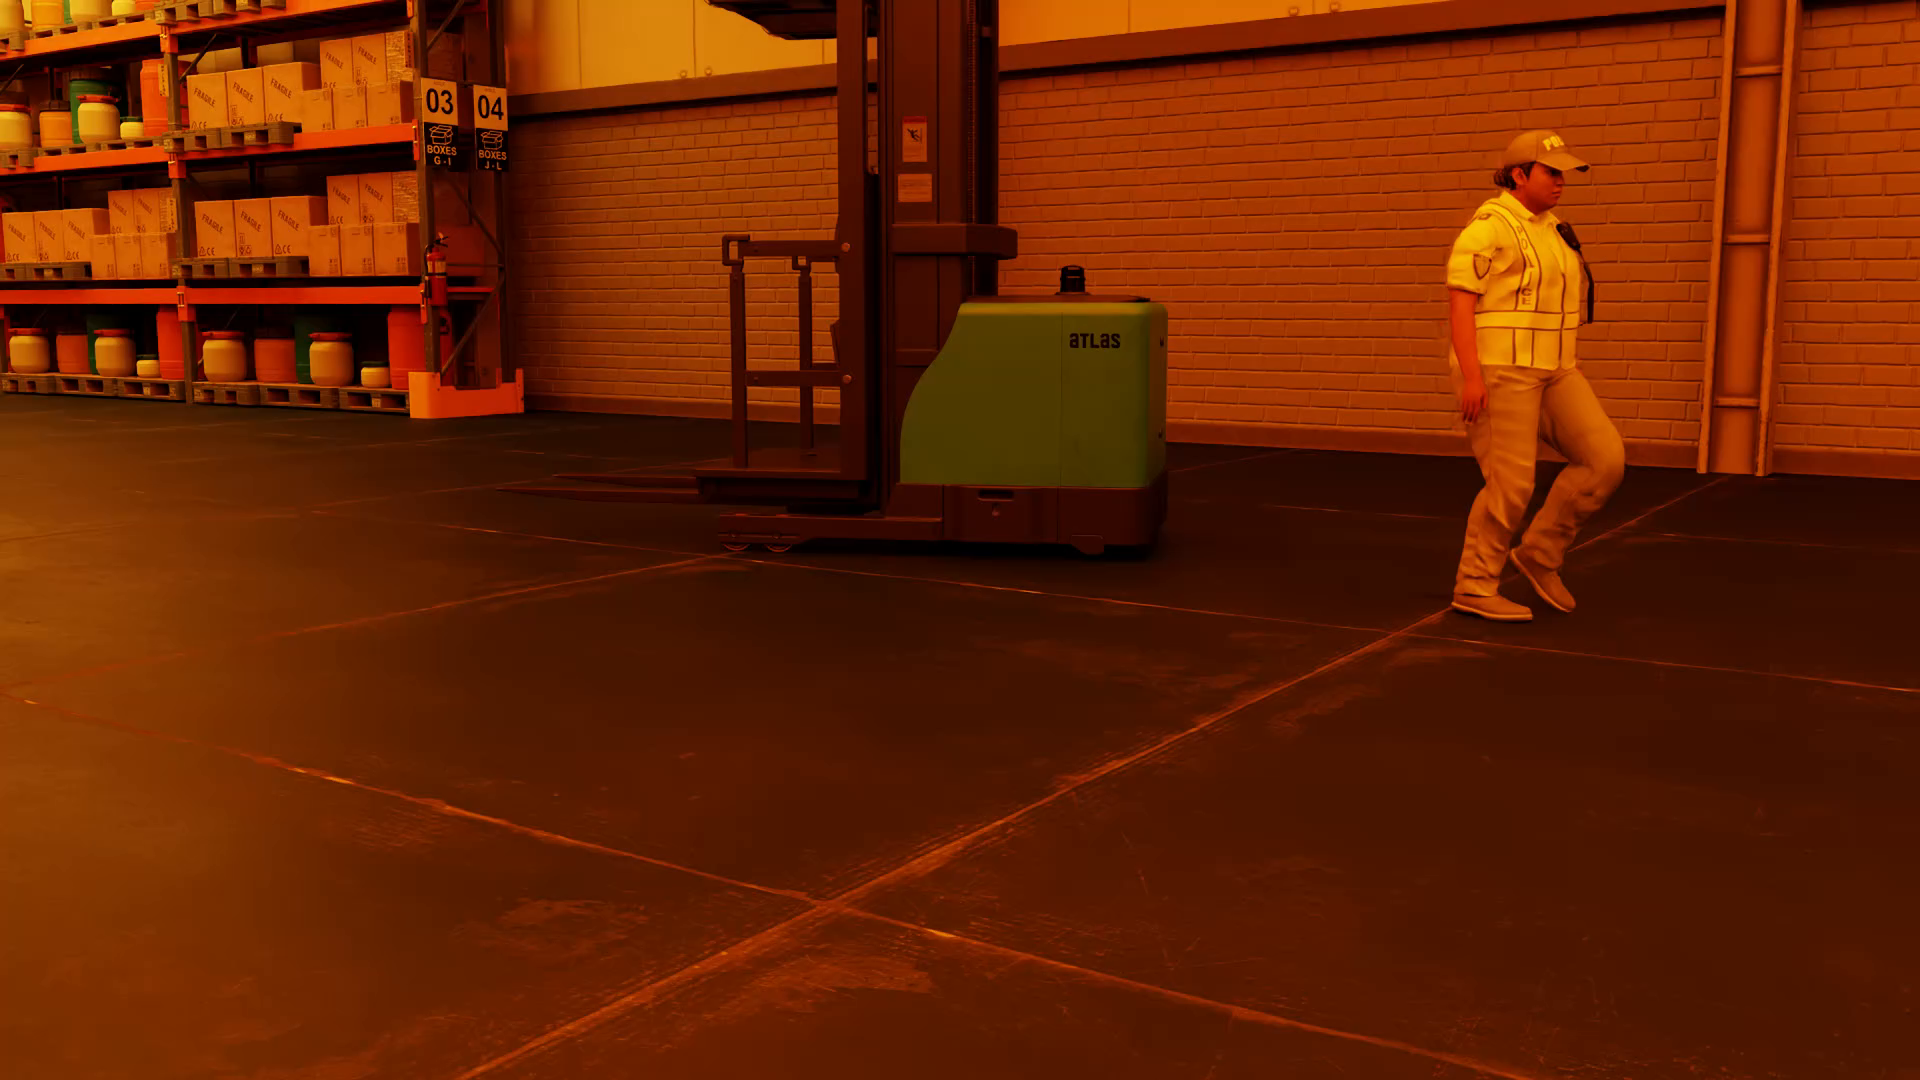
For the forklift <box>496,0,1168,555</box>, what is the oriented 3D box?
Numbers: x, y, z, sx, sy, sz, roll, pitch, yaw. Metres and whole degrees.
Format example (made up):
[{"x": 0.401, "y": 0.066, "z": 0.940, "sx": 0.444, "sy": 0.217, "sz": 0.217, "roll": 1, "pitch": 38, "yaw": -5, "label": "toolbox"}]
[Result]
[{"x": -0.596, "y": -1.469, "z": 7.520, "sx": 3.031, "sy": 2.935, "sz": 1.130, "roll": 2, "pitch": 8, "yaw": 12, "label": "forklift"}]

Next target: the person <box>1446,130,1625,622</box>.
[{"x": 1.942, "y": -0.544, "z": 5.645, "sx": 0.592, "sy": 1.659, "sz": 0.490, "roll": -7, "pitch": 10, "yaw": -39, "label": "person"}]
